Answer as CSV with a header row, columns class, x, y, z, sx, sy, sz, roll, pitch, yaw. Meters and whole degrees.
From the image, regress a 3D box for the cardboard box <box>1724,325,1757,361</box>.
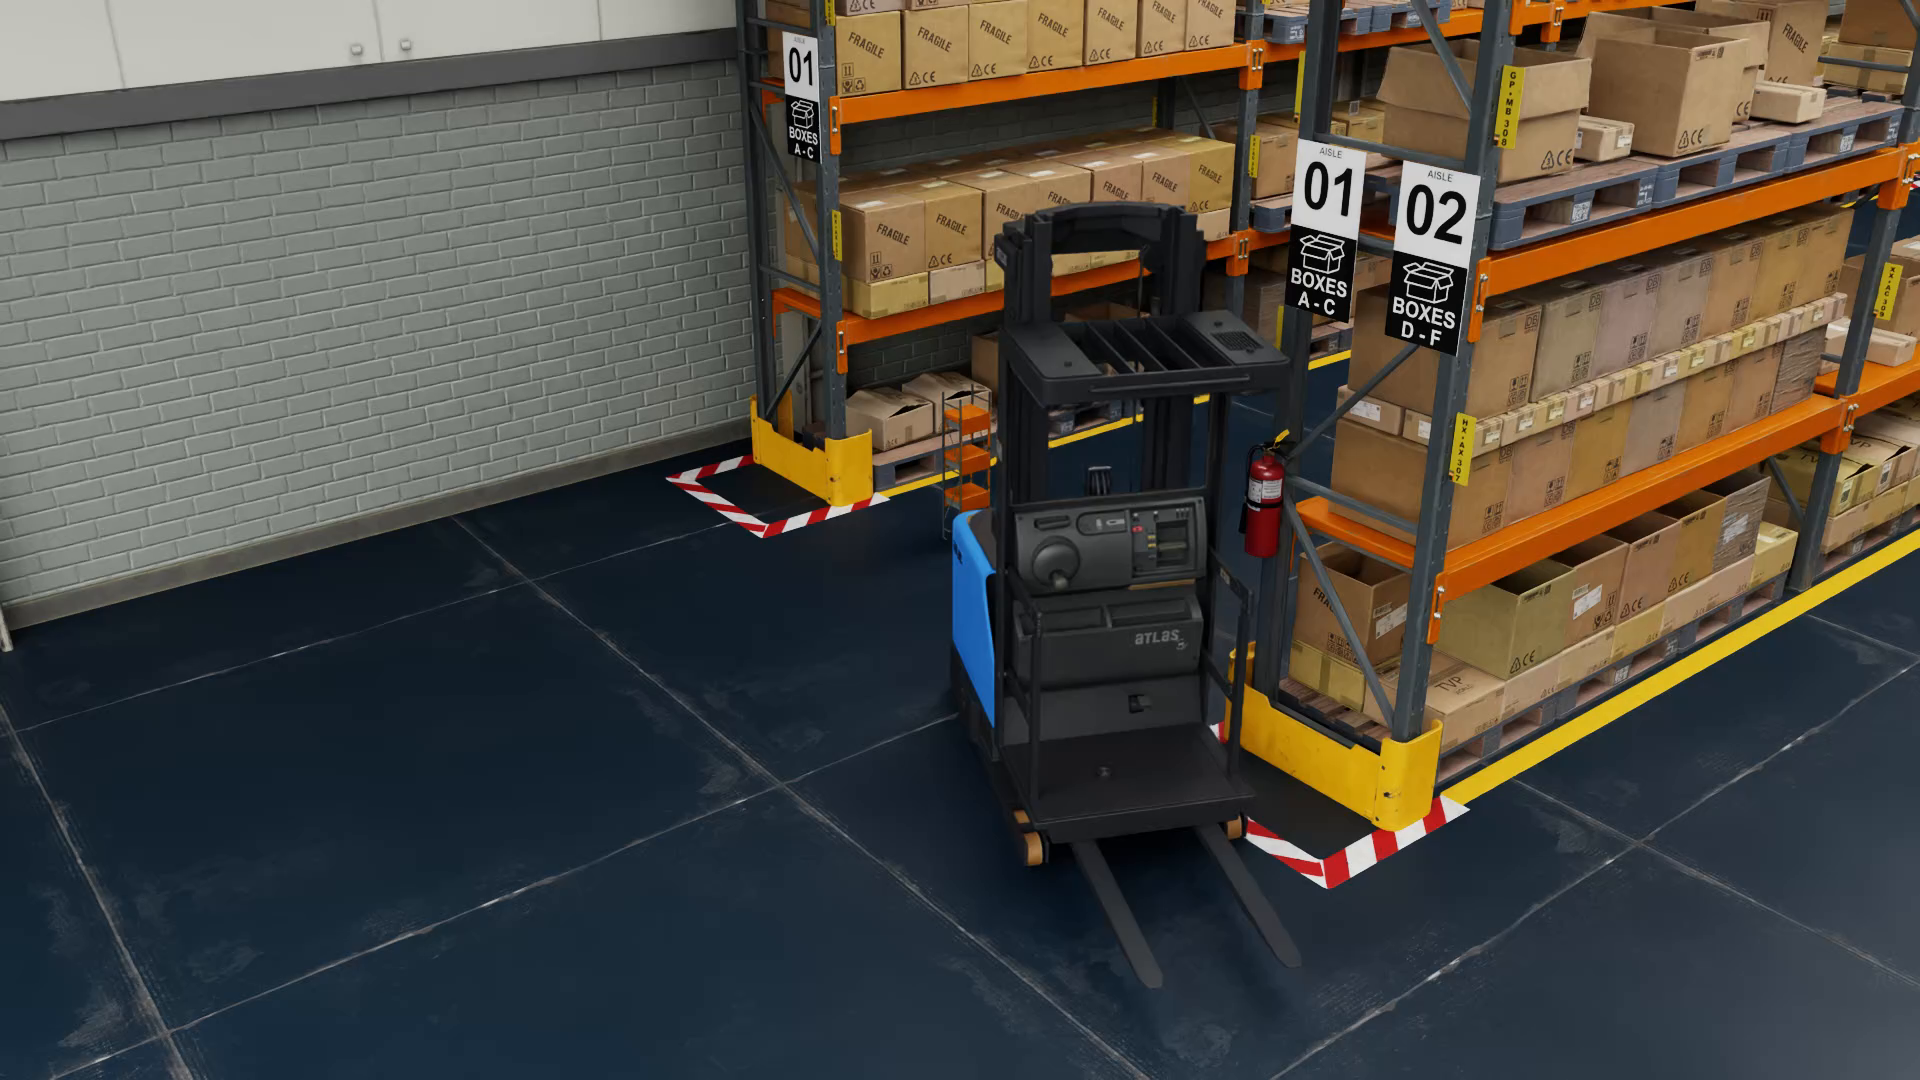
class,x,y,z,sx,sy,sz,roll,pitch,yaw
cardboard box,4.173,-1.135,9.243,0.250,0.149,0.380,-18,31,-34

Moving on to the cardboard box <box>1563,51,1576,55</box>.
class,x,y,z,sx,sy,sz,roll,pitch,yaw
cardboard box,6.083,-4.582,16.173,0.500,0.250,0.500,-19,31,-35

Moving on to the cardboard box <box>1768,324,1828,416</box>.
class,x,y,z,sx,sy,sz,roll,pitch,yaw
cardboard box,4.711,-1.129,10.000,0.500,0.500,0.700,-19,31,-35

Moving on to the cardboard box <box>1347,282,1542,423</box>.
class,x,y,z,sx,sy,sz,roll,pitch,yaw
cardboard box,2.326,-0.926,8.023,0.500,0.500,0.700,-18,30,-34

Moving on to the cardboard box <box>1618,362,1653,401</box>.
class,x,y,z,sx,sy,sz,roll,pitch,yaw
cardboard box,3.363,-0.867,8.666,0.250,0.149,0.380,-19,31,-35

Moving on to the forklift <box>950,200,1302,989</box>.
class,x,y,z,sx,sy,sz,roll,pitch,yaw
forklift,0.765,0.049,7.662,1.130,2.935,3.031,-5,25,-11

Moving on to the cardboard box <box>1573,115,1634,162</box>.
class,x,y,z,sx,sy,sz,roll,pitch,yaw
cardboard box,2.943,-1.910,7.872,0.250,0.149,0.380,-18,31,-34

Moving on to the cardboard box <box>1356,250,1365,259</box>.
class,x,y,z,sx,sy,sz,roll,pitch,yaw
cardboard box,3.317,-2.695,15.051,0.500,0.250,0.500,-19,31,-35

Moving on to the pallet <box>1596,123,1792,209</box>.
class,x,y,z,sx,sy,sz,roll,pitch,yaw
pallet,3.442,-1.976,8.487,1.213,0.211,1.003,-18,31,-34

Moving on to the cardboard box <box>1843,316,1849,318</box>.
class,x,y,z,sx,sy,sz,roll,pitch,yaw
cardboard box,5.635,-1.429,10.926,0.258,0.266,0.396,-19,31,-35

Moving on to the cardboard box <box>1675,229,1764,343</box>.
class,x,y,z,sx,sy,sz,roll,pitch,yaw
cardboard box,3.920,-1.456,9.164,0.500,0.500,0.700,-18,31,-34

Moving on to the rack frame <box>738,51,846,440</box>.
class,x,y,z,sx,sy,sz,roll,pitch,yaw
rack frame,-1.151,-1.802,11.569,0.127,3.000,1.000,-18,31,-34

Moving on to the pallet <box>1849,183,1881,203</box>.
class,x,y,z,sx,sy,sz,roll,pitch,yaw
pallet,10.859,-4.460,20.608,1.213,0.211,1.003,-18,31,-34

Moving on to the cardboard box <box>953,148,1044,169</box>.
class,x,y,z,sx,sy,sz,roll,pitch,yaw
cardboard box,0.291,-2.670,12.703,0.500,0.500,0.500,-18,30,-33

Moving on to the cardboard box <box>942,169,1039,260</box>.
class,x,y,z,sx,sy,sz,roll,pitch,yaw
cardboard box,0.216,-2.365,12.046,0.500,0.500,0.500,-19,31,-36

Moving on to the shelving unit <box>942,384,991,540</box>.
class,x,y,z,sx,sy,sz,roll,pitch,yaw
shelving unit,0.042,-0.490,11.059,0.252,1.050,0.215,-18,31,-34

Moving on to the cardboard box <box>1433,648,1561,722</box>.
class,x,y,z,sx,sy,sz,roll,pitch,yaw
cardboard box,2.859,0.698,8.950,0.500,0.250,0.500,-18,31,-34

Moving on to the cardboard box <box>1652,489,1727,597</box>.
class,x,y,z,sx,sy,sz,roll,pitch,yaw
cardboard box,4.034,-0.034,9.637,0.500,0.500,0.500,-18,31,-34

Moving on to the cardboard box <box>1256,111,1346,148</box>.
class,x,y,z,sx,sy,sz,roll,pitch,yaw
cardboard box,2.862,-3.350,14.263,0.500,0.500,0.700,-15,29,-29

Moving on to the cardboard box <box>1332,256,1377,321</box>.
class,x,y,z,sx,sy,sz,roll,pitch,yaw
cardboard box,3.368,-2.373,15.247,0.500,0.500,0.700,-18,30,-33

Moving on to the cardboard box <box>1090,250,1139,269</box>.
class,x,y,z,sx,sy,sz,roll,pitch,yaw
cardboard box,1.027,-2.296,12.789,0.500,0.250,0.500,-18,31,-34

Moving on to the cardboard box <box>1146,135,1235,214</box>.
class,x,y,z,sx,sy,sz,roll,pitch,yaw
cardboard box,1.815,-2.897,13.192,0.500,0.500,0.500,-18,31,-34

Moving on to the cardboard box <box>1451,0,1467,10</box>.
class,x,y,z,sx,sy,sz,roll,pitch,yaw
cardboard box,4.067,-4.990,14.730,0.637,0.503,0.797,-14,28,-27

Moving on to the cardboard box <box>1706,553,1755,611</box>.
class,x,y,z,sx,sy,sz,roll,pitch,yaw
cardboard box,4.427,0.175,10.076,0.500,0.250,0.500,-18,31,-34

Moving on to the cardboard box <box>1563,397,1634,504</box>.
class,x,y,z,sx,sy,sz,roll,pitch,yaw
cardboard box,3.088,-0.589,8.838,0.500,0.500,0.700,-18,30,-34

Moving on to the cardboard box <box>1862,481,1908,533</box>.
class,x,y,z,sx,sy,sz,roll,pitch,yaw
cardboard box,5.930,-0.299,11.099,0.500,0.250,0.500,-17,30,-33

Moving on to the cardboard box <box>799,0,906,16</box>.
class,x,y,z,sx,sy,sz,roll,pitch,yaw
cardboard box,-0.698,-3.690,10.744,0.500,0.500,0.500,-21,32,-38

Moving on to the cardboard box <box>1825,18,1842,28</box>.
class,x,y,z,sx,sy,sz,roll,pitch,yaw
cardboard box,10.479,-5.766,19.754,0.700,0.700,0.980,-19,31,-34

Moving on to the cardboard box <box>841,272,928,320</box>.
class,x,y,z,sx,sy,sz,roll,pitch,yaw
cardboard box,-0.571,-1.764,11.643,0.500,0.250,0.500,-19,31,-35

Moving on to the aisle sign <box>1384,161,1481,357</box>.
class,x,y,z,sx,sy,sz,roll,pitch,yaw
aisle sign,2.046,-1.222,7.233,0.004,0.787,0.394,-18,31,-34

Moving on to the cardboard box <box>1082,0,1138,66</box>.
class,x,y,z,sx,sy,sz,roll,pitch,yaw
cardboard box,0.933,-3.759,12.081,0.500,0.500,0.500,-20,31,-36

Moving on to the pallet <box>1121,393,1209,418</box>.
class,x,y,z,sx,sy,sz,roll,pitch,yaw
pallet,1.490,-1.390,13.994,1.213,0.211,1.003,-18,31,-34

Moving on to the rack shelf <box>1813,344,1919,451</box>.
class,x,y,z,sx,sy,sz,roll,pitch,yaw
rack shelf,6.630,-1.394,11.545,4.000,0.370,1.077,-18,31,-34

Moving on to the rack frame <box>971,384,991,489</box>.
class,x,y,z,sx,sy,sz,roll,pitch,yaw
rack frame,0.138,-0.522,11.127,0.008,1.050,0.200,-18,31,-34

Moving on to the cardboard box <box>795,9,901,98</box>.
class,x,y,z,sx,sy,sz,roll,pitch,yaw
cardboard box,-0.734,-3.221,10.921,0.500,0.500,0.500,-17,30,-33

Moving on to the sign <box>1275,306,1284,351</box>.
class,x,y,z,sx,sy,sz,roll,pitch,yaw
sign,1.585,-0.978,8.137,0.005,0.325,0.100,-18,31,-34

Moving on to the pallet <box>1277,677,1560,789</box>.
class,x,y,z,sx,sy,sz,roll,pitch,yaw
pallet,2.485,0.890,9.080,1.213,0.211,1.003,-18,31,-34

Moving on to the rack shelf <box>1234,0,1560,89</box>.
class,x,y,z,sx,sy,sz,roll,pitch,yaw
rack shelf,3.570,-4.395,14.448,4.000,0.370,1.077,-18,31,-34

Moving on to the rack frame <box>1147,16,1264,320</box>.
class,x,y,z,sx,sy,sz,roll,pitch,yaw
rack frame,1.997,-2.841,13.808,0.127,3.000,1.000,-18,31,-34

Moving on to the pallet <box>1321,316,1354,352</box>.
class,x,y,z,sx,sy,sz,roll,pitch,yaw
pallet,3.569,-2.097,15.519,1.213,0.211,1.003,-18,31,-34

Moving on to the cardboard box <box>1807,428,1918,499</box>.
class,x,y,z,sx,sy,sz,roll,pitch,yaw
cardboard box,5.932,-0.552,10.977,0.500,0.311,0.500,-19,31,-35

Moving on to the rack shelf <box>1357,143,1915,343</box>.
class,x,y,z,sx,sy,sz,roll,pitch,yaw
rack shelf,3.482,-1.716,8.675,4.000,0.370,1.077,-18,31,-34

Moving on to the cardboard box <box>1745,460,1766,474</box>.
class,x,y,z,sx,sy,sz,roll,pitch,yaw
cardboard box,5.198,-0.599,11.078,0.500,0.311,0.500,-18,31,-34

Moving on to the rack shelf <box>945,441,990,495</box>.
class,x,y,z,sx,sy,sz,roll,pitch,yaw
rack shelf,0.042,-0.481,11.063,0.240,0.259,0.215,-18,31,-34

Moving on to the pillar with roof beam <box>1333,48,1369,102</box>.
class,x,y,z,sx,sy,sz,roll,pitch,yaw
pillar with roof beam,6.244,-5.124,11.601,0.400,9.000,9.100,-18,31,-34

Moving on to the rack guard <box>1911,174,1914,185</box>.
class,x,y,z,sx,sy,sz,roll,pitch,yaw
rack guard,11.459,-4.831,21.064,0.348,0.500,1.175,-18,31,-34

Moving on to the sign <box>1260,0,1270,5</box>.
class,x,y,z,sx,sy,sz,roll,pitch,yaw
sign,2.337,-4.258,12.685,0.005,0.325,0.100,-18,31,-34

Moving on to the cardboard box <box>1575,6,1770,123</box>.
class,x,y,z,sx,sy,sz,roll,pitch,yaw
cardboard box,3.683,-2.476,8.672,0.637,0.503,0.797,-15,29,-28

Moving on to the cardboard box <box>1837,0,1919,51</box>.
class,x,y,z,sx,sy,sz,roll,pitch,yaw
cardboard box,5.566,-3.171,9.745,0.500,0.500,0.500,-18,30,-33

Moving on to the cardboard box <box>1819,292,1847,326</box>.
class,x,y,z,sx,sy,sz,roll,pitch,yaw
cardboard box,4.974,-1.399,9.812,0.250,0.149,0.380,-18,31,-34

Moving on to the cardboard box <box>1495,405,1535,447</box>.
class,x,y,z,sx,sy,sz,roll,pitch,yaw
cardboard box,2.556,-0.601,8.094,0.250,0.149,0.380,-19,31,-35

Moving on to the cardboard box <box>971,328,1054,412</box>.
class,x,y,z,sx,sy,sz,roll,pitch,yaw
cardboard box,0.506,-1.340,13.020,0.500,0.500,0.700,-21,32,-37
